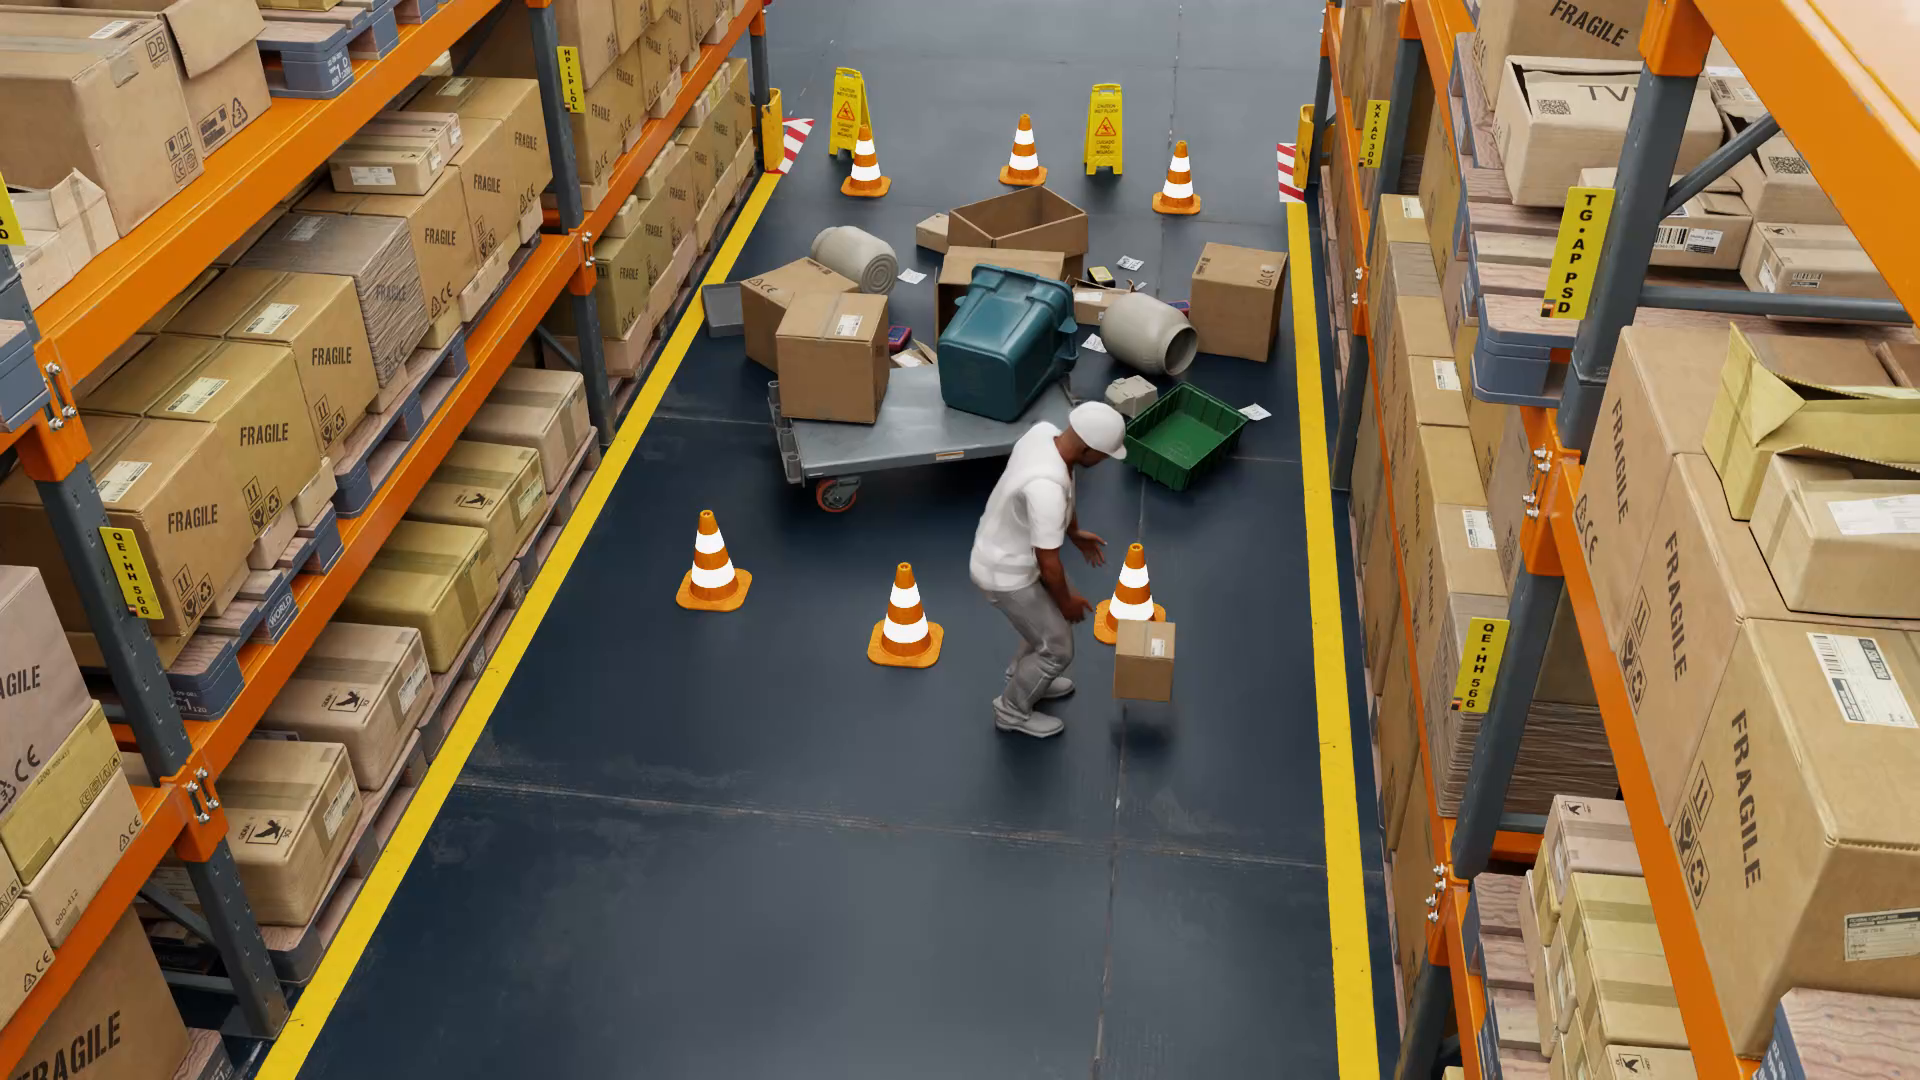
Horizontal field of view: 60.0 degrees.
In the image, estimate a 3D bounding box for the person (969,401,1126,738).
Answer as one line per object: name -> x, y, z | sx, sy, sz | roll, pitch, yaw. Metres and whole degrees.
person -> 0.359, 0.092, 7.044 | 0.622, 1.591, 0.620 | 5, 36, 7
